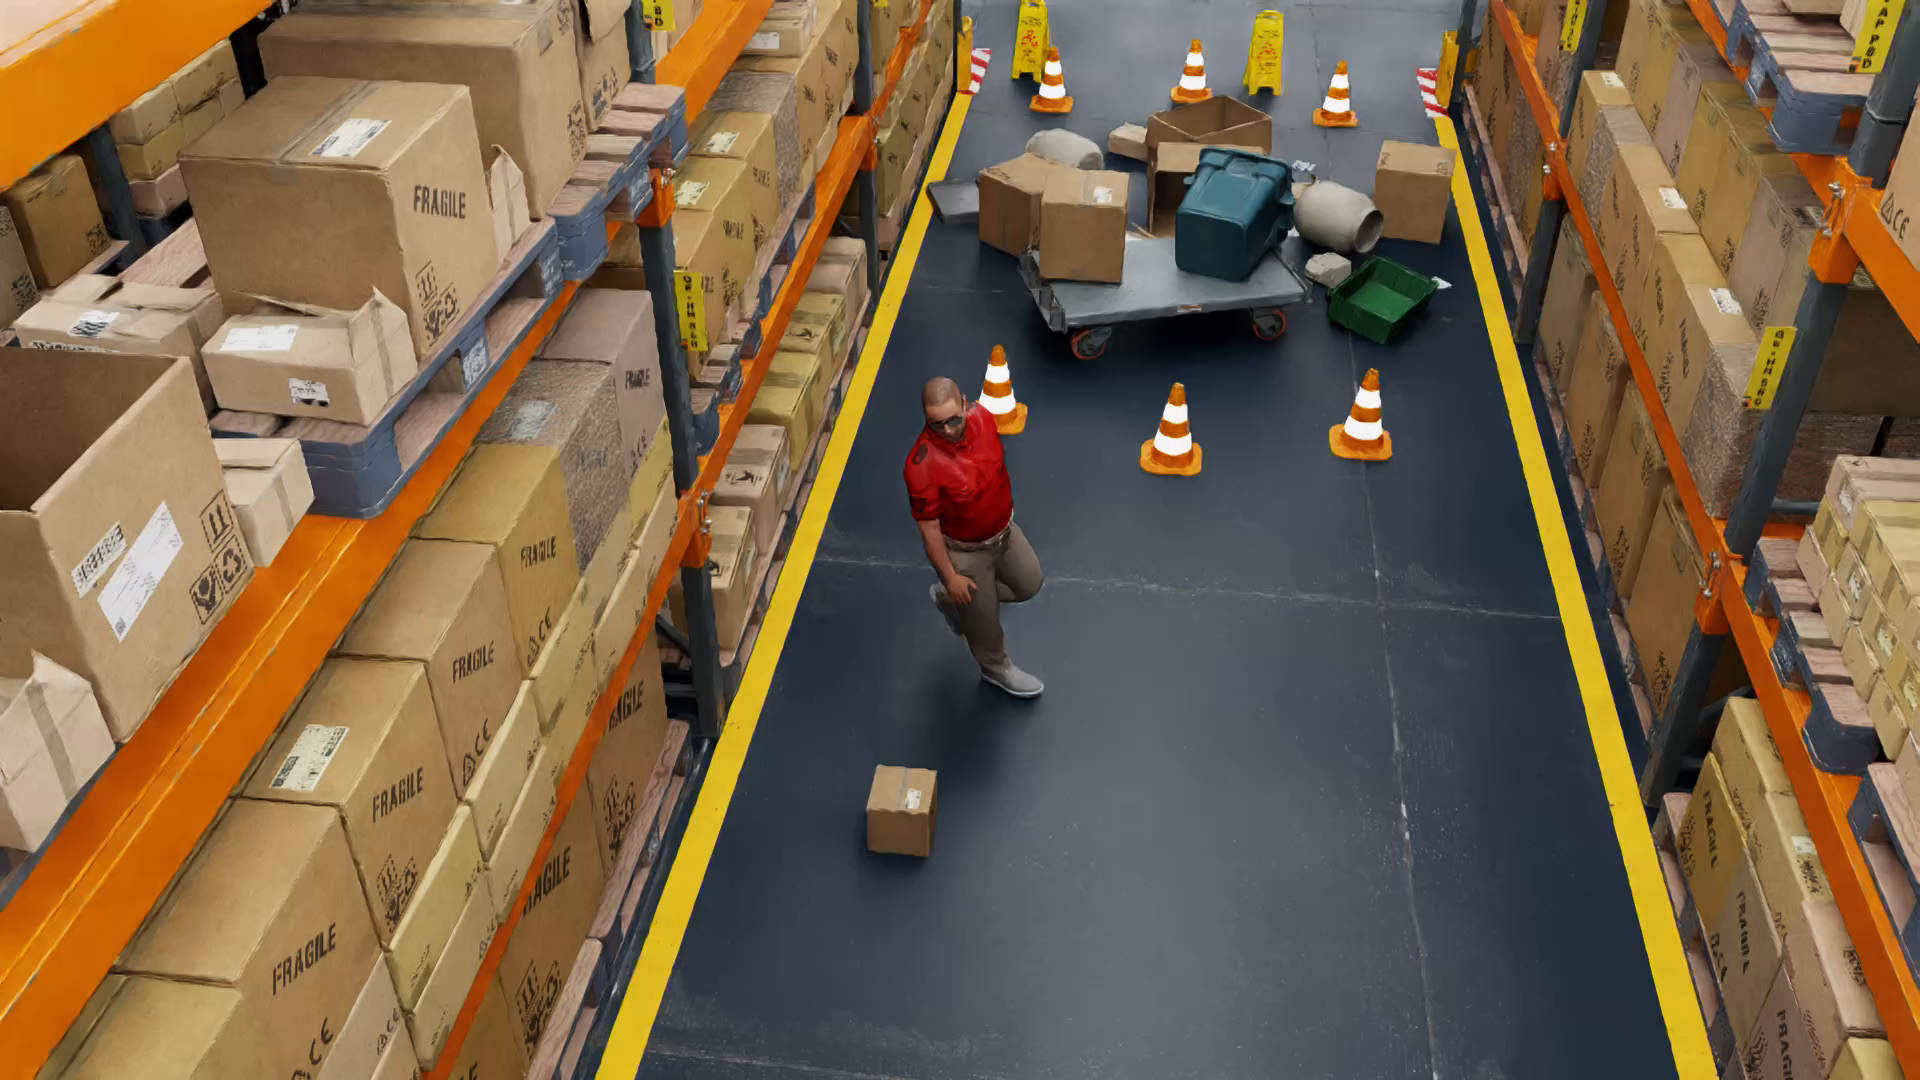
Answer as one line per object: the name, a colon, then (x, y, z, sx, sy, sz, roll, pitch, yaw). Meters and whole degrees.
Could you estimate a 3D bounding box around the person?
person: (0.047, -0.005, 7.079, 0.627, 1.685, 0.655, 19, 40, 24)
